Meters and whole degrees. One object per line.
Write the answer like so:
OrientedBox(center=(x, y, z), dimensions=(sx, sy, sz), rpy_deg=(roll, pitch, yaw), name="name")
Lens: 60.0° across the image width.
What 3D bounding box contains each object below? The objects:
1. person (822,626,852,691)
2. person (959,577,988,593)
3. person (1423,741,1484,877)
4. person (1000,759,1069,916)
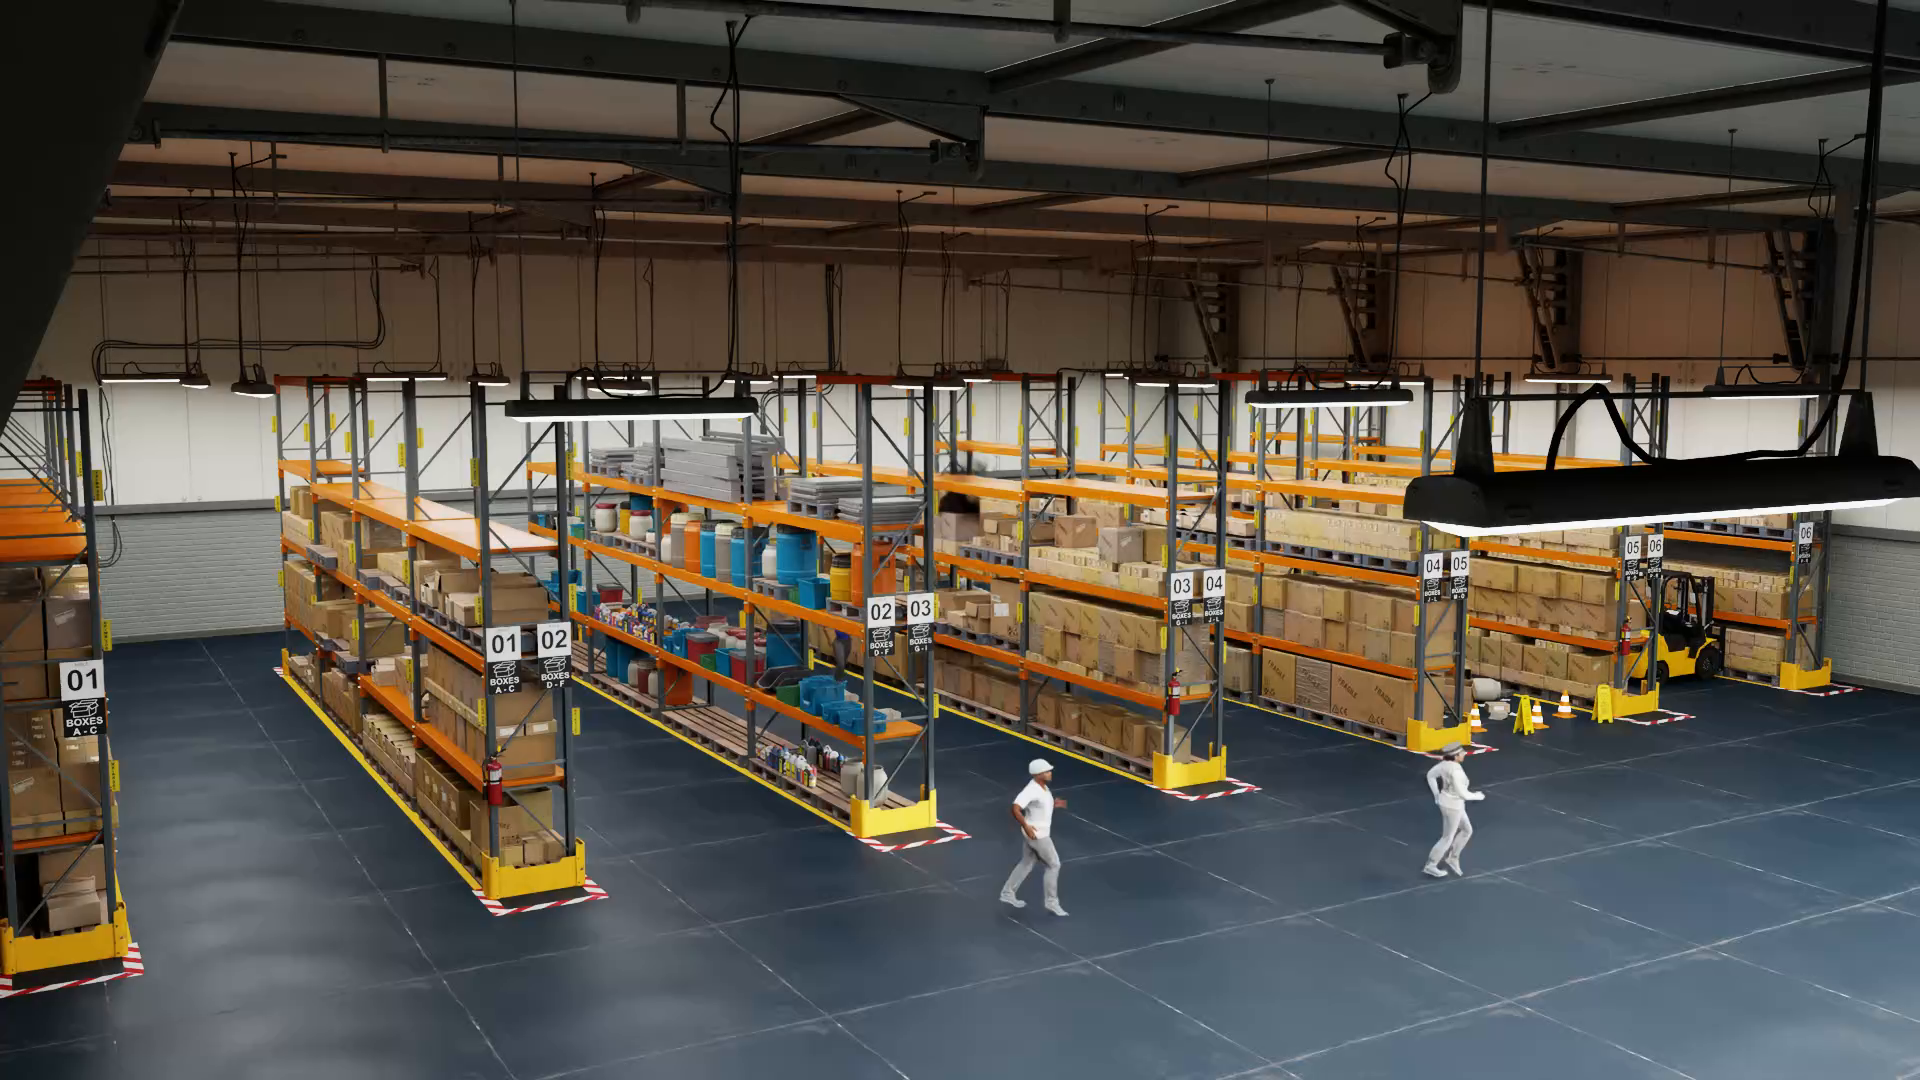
OrientedBox(center=(-2.106, 1.963, 29.895), dimensions=(0.545, 1.760, 0.716), rpy_deg=(-5, 8, -38), name="person")
OrientedBox(center=(0.243, 0.867, 42.101), dimensions=(0.904, 1.720, 0.772), rpy_deg=(2, 7, 19), name="person")
OrientedBox(center=(6.009, 3.284, 20.250), dimensions=(0.707, 1.722, 0.618), rpy_deg=(0, 6, 2), name="person")
OrientedBox(center=(0.846, 3.390, 18.988), dimensions=(0.788, 1.831, 0.665), rpy_deg=(0, 6, -2), name="person")
